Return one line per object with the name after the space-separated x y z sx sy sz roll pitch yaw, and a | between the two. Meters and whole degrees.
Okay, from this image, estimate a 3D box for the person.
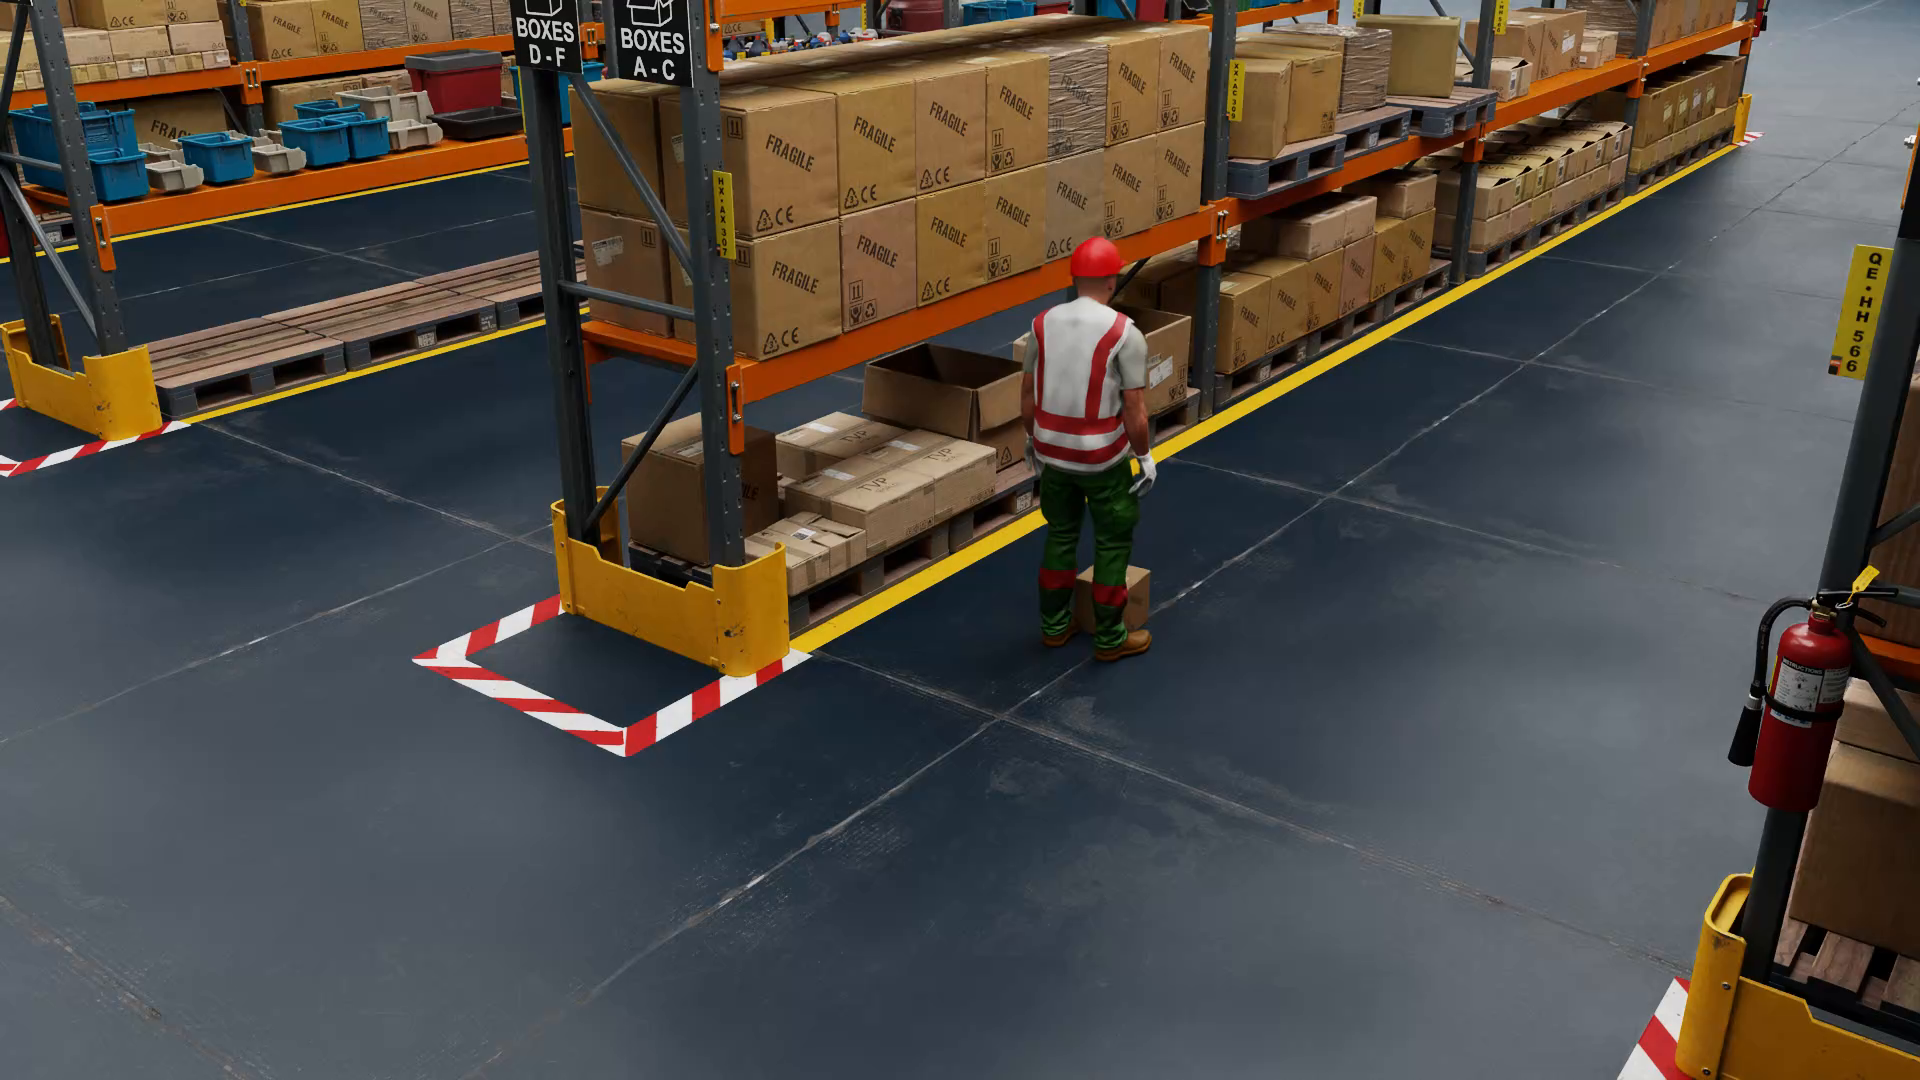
0.536 -0.364 6.926 0.611 1.778 0.451 15 27 31 | person
